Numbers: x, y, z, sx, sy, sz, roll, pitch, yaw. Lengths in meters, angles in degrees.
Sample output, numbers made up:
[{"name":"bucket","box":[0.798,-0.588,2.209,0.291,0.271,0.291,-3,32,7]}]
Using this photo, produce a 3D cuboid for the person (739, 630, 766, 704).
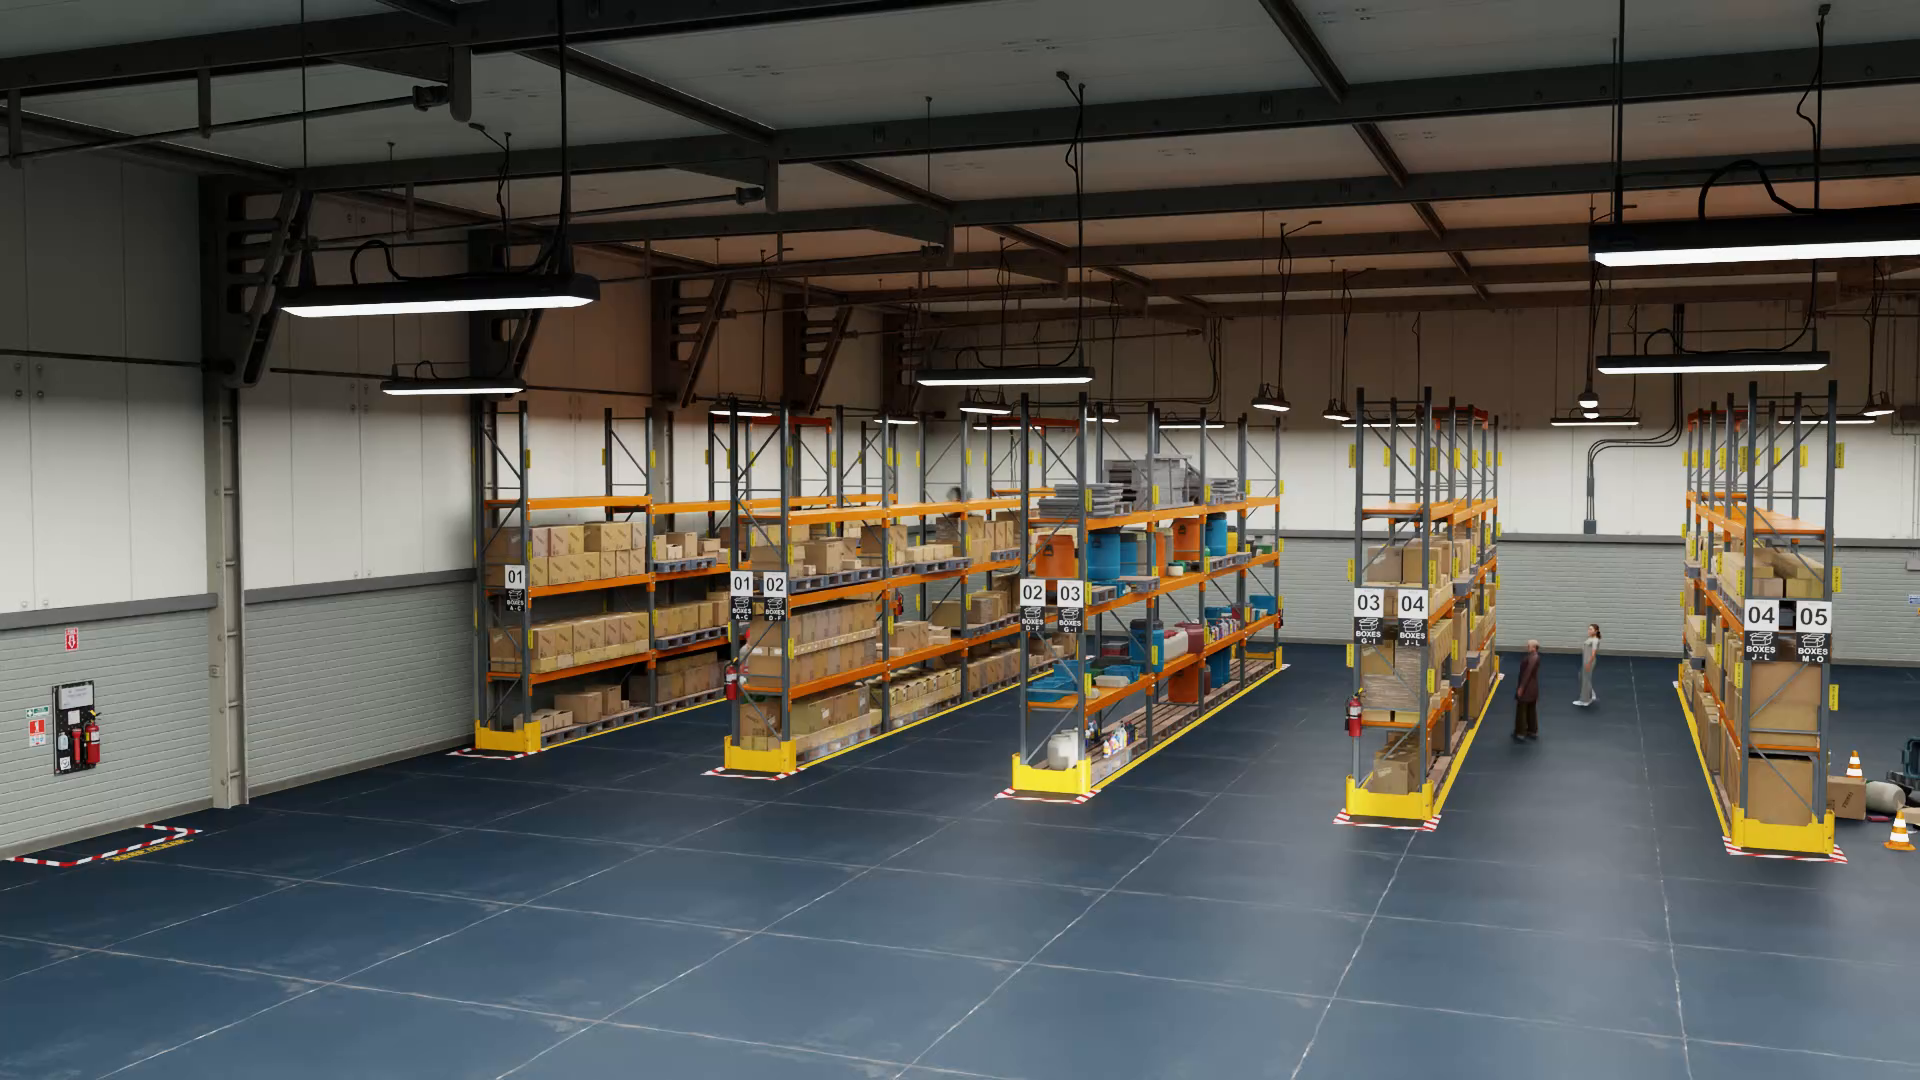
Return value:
[{"name":"person","box":[-3.917,2.594,31.287,0.403,1.808,0.610,1,3,26]}]

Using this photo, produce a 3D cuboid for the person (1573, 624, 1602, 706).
[{"name":"person","box":[12.700,2.520,33.660,0.522,1.661,0.493,1,3,24]}]

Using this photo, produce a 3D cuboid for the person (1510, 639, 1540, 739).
[{"name":"person","box":[10.133,2.667,29.805,0.504,1.781,0.636,2,4,41]}]
